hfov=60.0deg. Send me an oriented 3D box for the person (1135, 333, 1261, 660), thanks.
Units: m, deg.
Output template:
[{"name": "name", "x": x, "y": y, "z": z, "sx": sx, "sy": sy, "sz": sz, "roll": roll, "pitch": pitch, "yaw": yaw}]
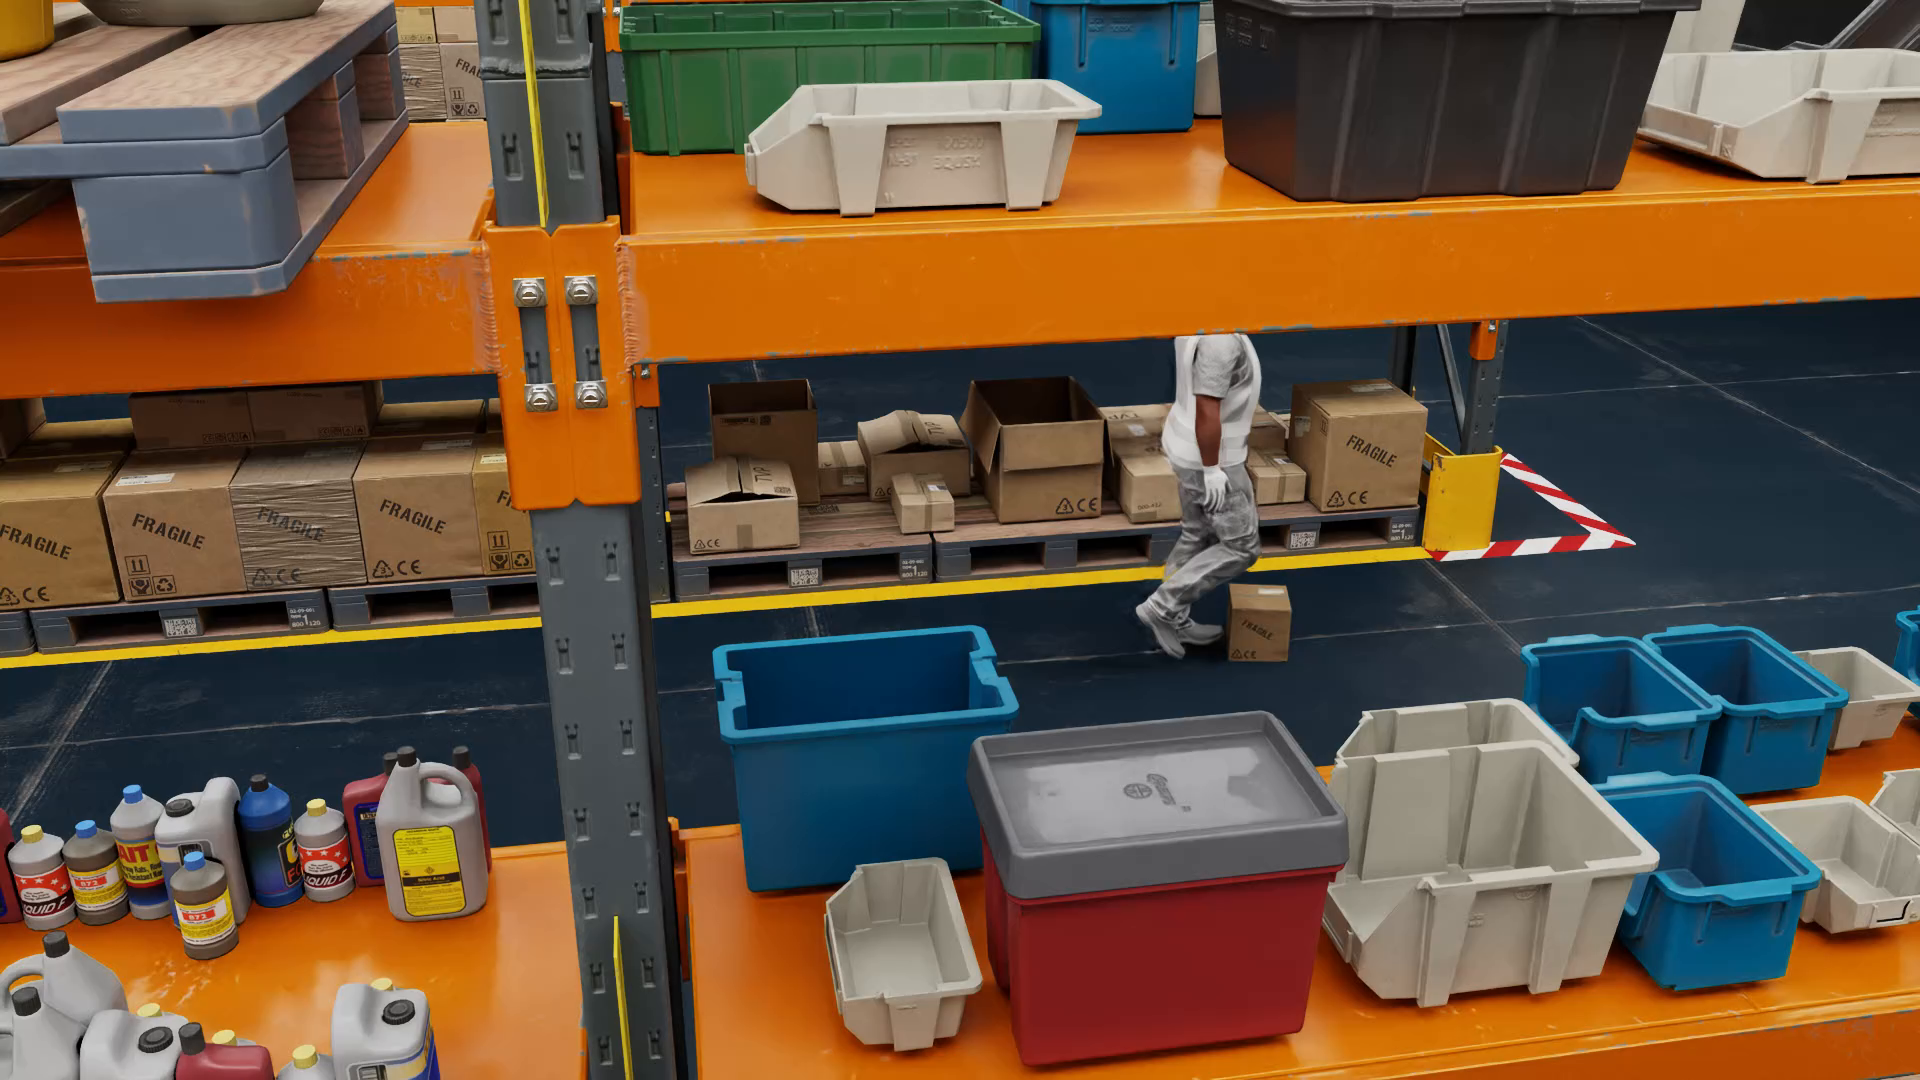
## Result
[{"name": "person", "x": 0.978, "y": -0.350, "z": 6.827, "sx": 0.503, "sy": 1.769, "sz": 0.599, "roll": -1, "pitch": 23, "yaw": -3}]
